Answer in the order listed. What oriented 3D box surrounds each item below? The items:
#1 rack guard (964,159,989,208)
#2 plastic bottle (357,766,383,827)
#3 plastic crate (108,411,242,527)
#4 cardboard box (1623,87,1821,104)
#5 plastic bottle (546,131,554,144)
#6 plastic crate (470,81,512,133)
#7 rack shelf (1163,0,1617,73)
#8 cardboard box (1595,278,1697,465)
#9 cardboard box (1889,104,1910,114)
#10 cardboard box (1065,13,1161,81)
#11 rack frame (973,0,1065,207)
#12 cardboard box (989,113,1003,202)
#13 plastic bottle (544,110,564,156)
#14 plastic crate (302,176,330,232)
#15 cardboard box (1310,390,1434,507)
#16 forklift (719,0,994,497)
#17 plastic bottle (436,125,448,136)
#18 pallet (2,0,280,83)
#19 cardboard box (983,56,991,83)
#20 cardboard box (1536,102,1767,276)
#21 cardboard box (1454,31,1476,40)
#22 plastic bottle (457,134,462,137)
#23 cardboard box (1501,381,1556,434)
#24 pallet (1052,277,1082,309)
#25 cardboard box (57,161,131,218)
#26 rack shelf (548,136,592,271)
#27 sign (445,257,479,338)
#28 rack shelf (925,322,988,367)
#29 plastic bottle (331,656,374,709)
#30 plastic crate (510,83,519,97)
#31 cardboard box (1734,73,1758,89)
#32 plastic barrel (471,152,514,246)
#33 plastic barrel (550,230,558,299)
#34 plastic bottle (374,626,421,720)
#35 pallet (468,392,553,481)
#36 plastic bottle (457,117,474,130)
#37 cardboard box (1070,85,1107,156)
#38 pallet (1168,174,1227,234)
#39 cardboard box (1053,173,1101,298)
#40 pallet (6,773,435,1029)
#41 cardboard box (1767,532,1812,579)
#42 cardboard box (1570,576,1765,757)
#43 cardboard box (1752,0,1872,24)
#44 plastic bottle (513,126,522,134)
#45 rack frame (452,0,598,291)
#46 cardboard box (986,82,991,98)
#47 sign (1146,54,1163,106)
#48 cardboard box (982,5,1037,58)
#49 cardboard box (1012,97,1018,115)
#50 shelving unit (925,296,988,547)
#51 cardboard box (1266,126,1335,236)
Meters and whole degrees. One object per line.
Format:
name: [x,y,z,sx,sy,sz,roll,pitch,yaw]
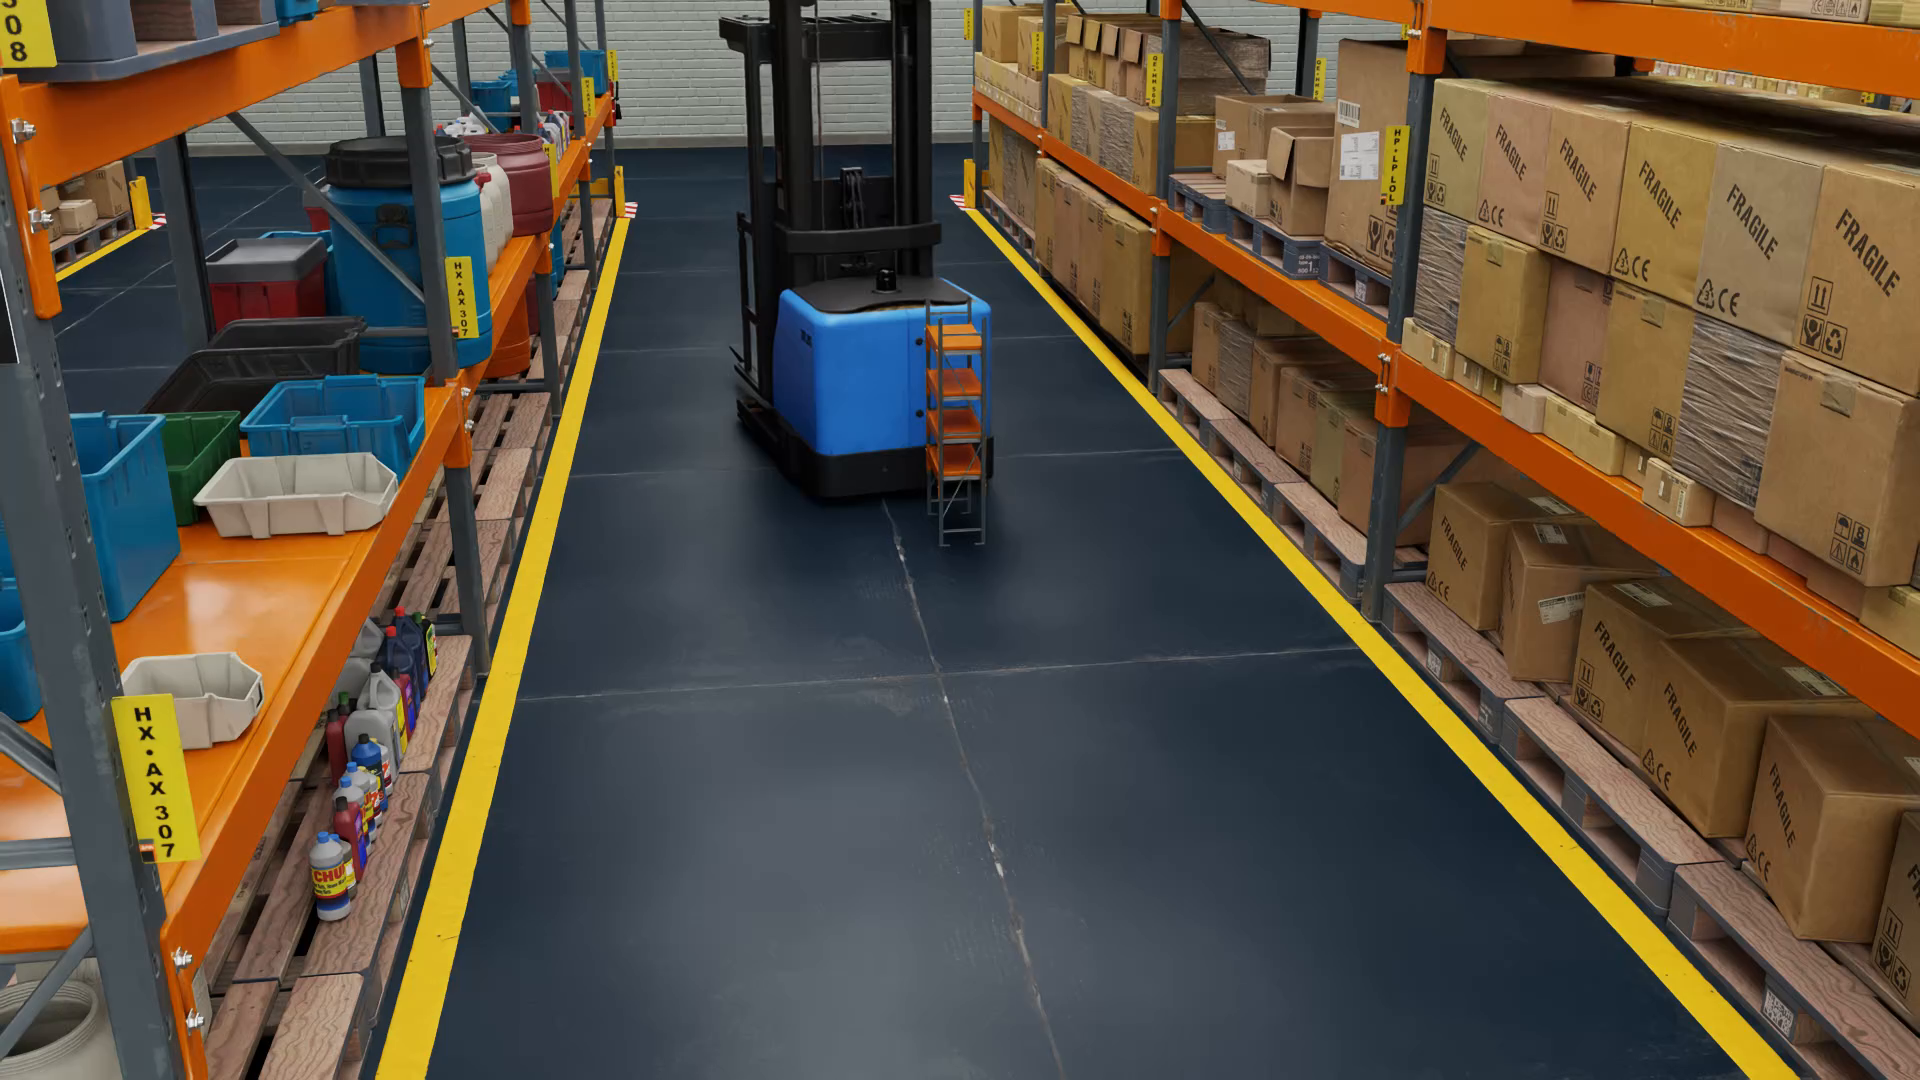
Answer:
rack guard: [0.642,-4.051,18.848,1.175,0.500,0.348,-3,21,-8]
plastic bottle: [-1.981,0.849,5.525,0.097,0.201,0.097,0,20,0]
plastic crate: [-2.610,-0.226,5.336,0.450,0.188,0.662,-3,21,-8]
cardboard box: [2.786,-1.399,6.177,0.500,0.500,0.500,-3,21,-8]
plastic bottle: [-3.046,-2.898,12.356,0.061,0.283,0.133,-3,21,-8]
plastic crate: [-4.084,-3.744,14.391,0.392,0.384,0.575,-3,21,-8]
rack shelf: [2.087,-2.820,8.719,1.077,0.370,4.000,-3,21,-8]
cardboard box: [2.619,-0.568,5.382,0.875,0.500,0.500,-3,21,-8]
cardboard box: [6.850,-3.055,11.942,0.380,0.149,0.250,-2,21,-5]
cardboard box: [1.322,-4.125,13.896,0.797,0.503,0.637,-3,21,-9]
rack frame: [0.645,-5.214,18.389,1.000,3.000,0.127,-3,21,-8]
cardboard box: [0.817,-4.198,18.104,0.875,0.875,0.875,-3,21,-8]
plastic bottle: [-3.196,-3.190,13.041,0.144,0.351,0.185,-3,21,-8]
plastic crate: [-3.173,-1.649,8.753,0.402,0.464,0.583,-3,21,-8]
cardboard box: [2.258,-0.474,8.642,0.700,0.500,0.500,-3,21,-8]
forklift: [-0.791,-2.088,10.119,1.130,2.935,3.031,-7,22,-19]
plastic bottle: [-3.776,-2.853,12.137,0.144,0.351,0.185,-3,21,-8]
pallet: [-1.972,-1.032,3.176,1.003,0.211,1.213,-3,21,-8]
cardboard box: [0.529,-4.923,17.400,0.500,0.250,0.500,-3,21,-8]
cardboard box: [2.333,-1.199,5.642,0.500,0.500,0.500,-3,21,-8]
cardboard box: [5.520,-5.091,17.493,0.500,0.500,0.500,-3,21,-7]
plastic bottle: [-3.662,-2.837,12.208,0.097,0.271,0.097,0,20,0]
cardboard box: [2.236,-0.505,6.139,0.380,0.149,0.250,-3,21,-8]
pallet: [1.408,-2.259,14.463,1.003,0.211,1.213,-3,21,-8]
cardboard box: [-8.836,-3.575,16.944,0.500,0.500,0.500,-3,21,-8]
rack shelf: [-3.391,-2.550,12.283,1.077,0.370,4.000,-3,21,-8]
sign: [-1.980,-0.963,6.611,0.100,0.325,0.005,-3,21,-8]
rack shelf: [-0.024,-0.988,8.522,0.258,0.148,0.480,-3,21,-8]
plastic bottle: [-2.263,0.552,6.216,0.152,0.276,0.135,-3,21,-8]
plastic crate: [-4.313,-4.252,15.966,0.416,0.233,0.300,-3,21,-8]
cardboard box: [6.083,-3.433,12.530,0.380,0.149,0.250,-2,21,-6]
plastic barrel: [-2.743,-1.901,9.359,0.421,0.512,0.421,0,20,0]
plastic barrel: [-3.516,-2.358,13.142,0.600,0.901,0.708,-3,21,-8]
plastic bottle: [-2.120,0.501,6.246,0.144,0.351,0.185,-4,21,-10]
pallet: [-3.030,-0.618,10.068,1.003,0.211,1.213,-3,21,-8]
plastic bottle: [-3.937,-3.215,13.214,0.152,0.276,0.135,-3,21,-8]
cardboard box: [1.186,-3.357,13.273,0.500,0.500,0.500,-3,21,-9]
pallet: [2.007,-2.113,10.360,1.213,0.211,1.003,-3,21,-8]
cardboard box: [1.464,-2.500,13.560,1.225,0.875,0.875,-4,21,-10]
pallet: [-2.291,1.155,5.322,1.003,0.211,1.213,-3,21,-8]
cardboard box: [2.568,0.009,4.764,0.380,0.149,0.250,-3,21,-8]
cardboard box: [2.650,0.465,6.157,0.500,0.500,0.500,-5,21,-13]
cardboard box: [2.490,-1.514,4.409,0.500,0.250,0.500,-2,21,-7]
plastic bottle: [-3.195,-2.819,12.046,0.144,0.351,0.185,-3,21,-8]
rack frame: [-3.679,-3.579,14.012,1.000,3.000,0.127,-3,21,-8]
cardboard box: [0.484,-4.689,17.342,0.380,0.149,0.250,-3,21,-9]
sign: [1.250,-2.957,10.692,0.100,0.325,0.005,-3,21,-8]
cardboard box: [0.519,-5.281,17.287,0.500,0.500,0.500,-3,21,-9]
cardboard box: [0.705,-4.157,15.917,0.380,0.149,0.250,-3,21,-7]
shelving unit: [-0.024,-0.619,8.660,0.258,1.200,0.503,-3,21,-8]
cardboard box: [2.034,-1.900,8.767,0.797,0.503,0.637,-1,20,-2]
